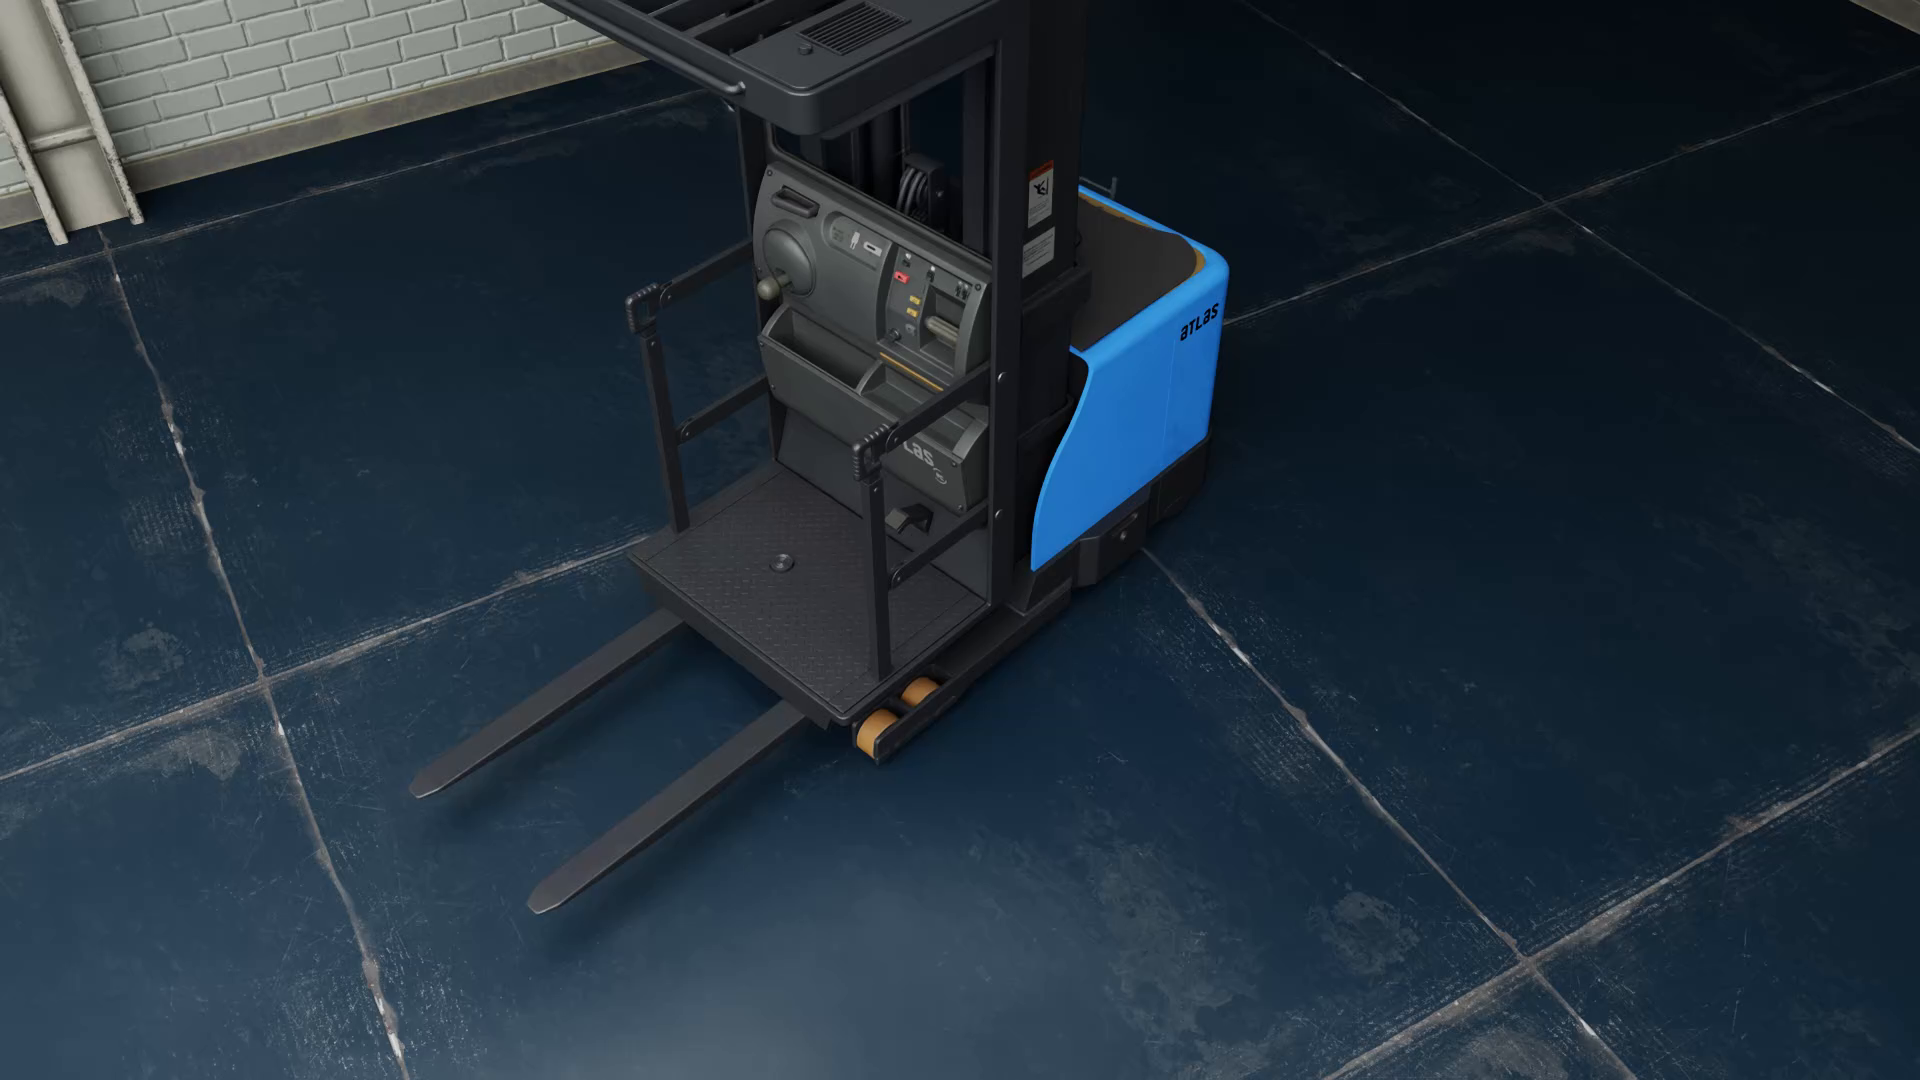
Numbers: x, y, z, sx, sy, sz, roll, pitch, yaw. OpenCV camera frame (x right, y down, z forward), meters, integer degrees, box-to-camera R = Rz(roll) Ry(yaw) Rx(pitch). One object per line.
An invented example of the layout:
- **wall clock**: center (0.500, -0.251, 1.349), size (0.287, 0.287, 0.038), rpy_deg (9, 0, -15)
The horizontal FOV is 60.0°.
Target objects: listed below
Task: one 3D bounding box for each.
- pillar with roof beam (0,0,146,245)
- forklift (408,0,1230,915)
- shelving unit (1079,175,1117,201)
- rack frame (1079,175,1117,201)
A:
- **pillar with roof beam**: center (-1.917, -2.144, 1.998), size (0.400, 9.000, 9.100), rpy_deg (-22, 48, -21)
- **forklift**: center (-0.430, -0.734, 4.901), size (1.130, 2.935, 3.031), rpy_deg (33, 53, 29)
- **shelving unit**: center (0.416, -1.056, 6.679), size (0.258, 0.900, 0.210), rpy_deg (33, 47, 29)
- **rack frame**: center (0.484, -1.100, 6.740), size (0.240, 0.900, 0.006), rpy_deg (33, 47, 29)
